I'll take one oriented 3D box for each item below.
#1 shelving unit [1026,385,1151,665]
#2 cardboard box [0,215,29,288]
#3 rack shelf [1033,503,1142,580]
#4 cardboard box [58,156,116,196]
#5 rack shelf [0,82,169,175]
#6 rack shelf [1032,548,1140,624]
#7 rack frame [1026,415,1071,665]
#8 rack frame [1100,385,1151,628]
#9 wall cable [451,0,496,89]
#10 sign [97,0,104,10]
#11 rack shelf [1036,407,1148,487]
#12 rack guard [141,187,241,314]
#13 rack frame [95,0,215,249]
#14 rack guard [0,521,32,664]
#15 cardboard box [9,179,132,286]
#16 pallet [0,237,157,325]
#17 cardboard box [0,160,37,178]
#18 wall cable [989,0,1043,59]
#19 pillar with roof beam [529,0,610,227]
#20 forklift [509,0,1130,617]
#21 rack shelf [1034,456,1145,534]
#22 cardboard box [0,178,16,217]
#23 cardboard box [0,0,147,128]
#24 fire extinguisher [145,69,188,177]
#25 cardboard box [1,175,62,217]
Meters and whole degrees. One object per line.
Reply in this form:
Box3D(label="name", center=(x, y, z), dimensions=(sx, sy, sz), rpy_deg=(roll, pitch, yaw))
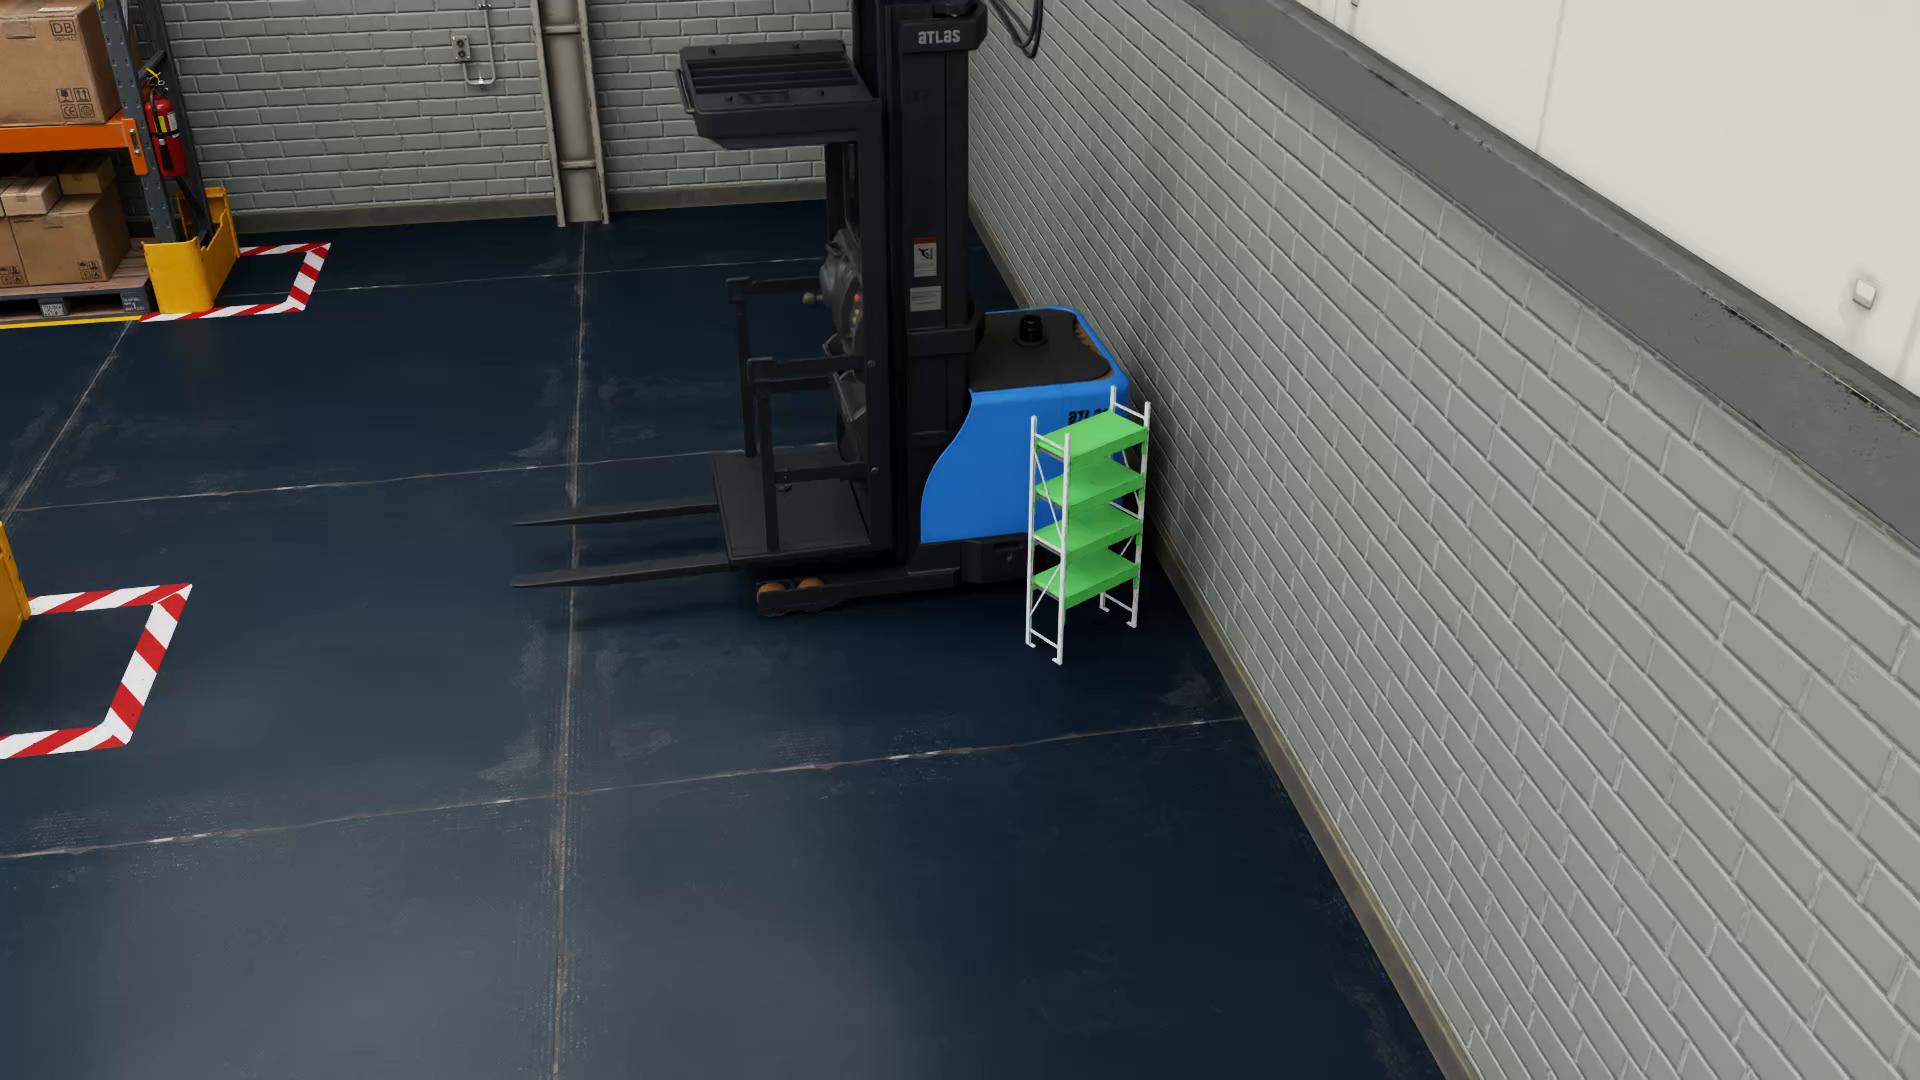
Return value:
Box3D(label="shelving unit", center=(0.583, -0.062, 7.672), dimensions=(0.503, 1.200, 0.258), rpy_deg=(-23, 37, -33))
Box3D(label="cardboard box", center=(-6.606, -2.080, 11.379), dimensions=(0.500, 0.500, 0.700), rpy_deg=(-5, 31, -9))
Box3D(label="rack shelf", center=(0.583, -0.007, 7.704), dimensions=(0.480, 0.148, 0.258), rpy_deg=(-23, 37, -33))
Box3D(label="cardboard box", center=(-6.027, -2.516, 11.482), dimensions=(0.250, 0.149, 0.380), rpy_deg=(-5, 31, -9))
Box3D(label="rack shelf", center=(-7.411, -2.643, 10.995), dimensions=(4.000, 0.370, 1.077), rpy_deg=(-5, 31, -9))
Box3D(label="rack shelf", center=(0.583, 0.200, 7.826), dimensions=(0.480, 0.148, 0.258), rpy_deg=(-23, 37, -33))
Box3D(label="rack frame", center=(0.395, 0.017, 7.537), dimensions=(0.015, 1.200, 0.240), rpy_deg=(-23, 37, -33))
Box3D(label="rack frame", center=(0.771, -0.141, 7.806), dimensions=(0.015, 1.200, 0.240), rpy_deg=(-23, 37, -33))
Box3D(label="wall cable", center=(-4.355, -4.162, 11.867), dimensions=(1.851, 1.984, 0.084), rpy_deg=(-5, 31, -9))
Box3D(label="sign", center=(-5.360, -3.465, 10.308), dimensions=(0.005, 0.325, 0.100), rpy_deg=(-5, 31, -9))
Box3D(label="rack shelf", center=(0.583, -0.421, 7.461), dimensions=(0.480, 0.148, 0.258), rpy_deg=(-23, 37, -33))
Box3D(label="rack guard", center=(-5.420, -2.060, 11.761), dimensions=(0.348, 0.500, 1.175), rpy_deg=(-5, 31, -9))
Box3D(label="rack frame", center=(-5.444, -3.136, 11.123), dimensions=(0.127, 3.000, 1.000), rpy_deg=(-5, 31, -9))
Box3D(label="rack guard", center=(-4.623, 0.418, 7.545), dimensions=(0.348, 0.500, 1.175), rpy_deg=(-5, 31, -9))
Box3D(label="cardboard box", center=(-6.114, -2.125, 11.457), dimensions=(0.500, 0.500, 0.700), rpy_deg=(-5, 31, -9))
Box3D(label="pallet", center=(-6.216, -1.822, 11.640), dimensions=(1.213, 0.211, 1.003), rpy_deg=(-5, 31, -9))
Box3D(label="cardboard box", center=(-6.526, -2.469, 11.402), dimensions=(0.250, 0.149, 0.380), rpy_deg=(-5, 31, -9))
Box3D(label="wall cable", center=(0.184, -4.721, 10.965), dimensions=(0.112, 2.526, 3.097), rpy_deg=(-5, 31, -9))
Box3D(label="pillar with roof beam", center=(-2.168, -4.253, 7.105), dimensions=(0.400, 9.000, 9.100), rpy_deg=(-5, 31, -9))
Box3D(label="forklift", center=(-0.741, -1.181, 7.867), dimensions=(3.031, 2.935, 1.130), rpy_deg=(-6, 31, -11))
Box3D(label="rack shelf", center=(0.583, -0.214, 7.582), dimensions=(0.480, 0.148, 0.258), rpy_deg=(-23, 37, -33))
Box3D(label="cardboard box", center=(-6.459, -2.279, 11.078), dimensions=(0.250, 0.149, 0.380), rpy_deg=(-5, 31, -8))
Box3D(label="cardboard box", center=(-5.944, -3.213, 10.960), dimensions=(0.700, 0.700, 0.980), rpy_deg=(-4, 31, -7))
Box3D(label="fire extinguisher", center=(-5.212, -2.725, 10.870), dimensions=(0.183, 0.674, 0.296), rpy_deg=(-5, 31, -9))
Box3D(label="cardboard box", center=(-6.208, -2.302, 11.118), dimensions=(0.250, 0.149, 0.380), rpy_deg=(-6, 31, -10))
